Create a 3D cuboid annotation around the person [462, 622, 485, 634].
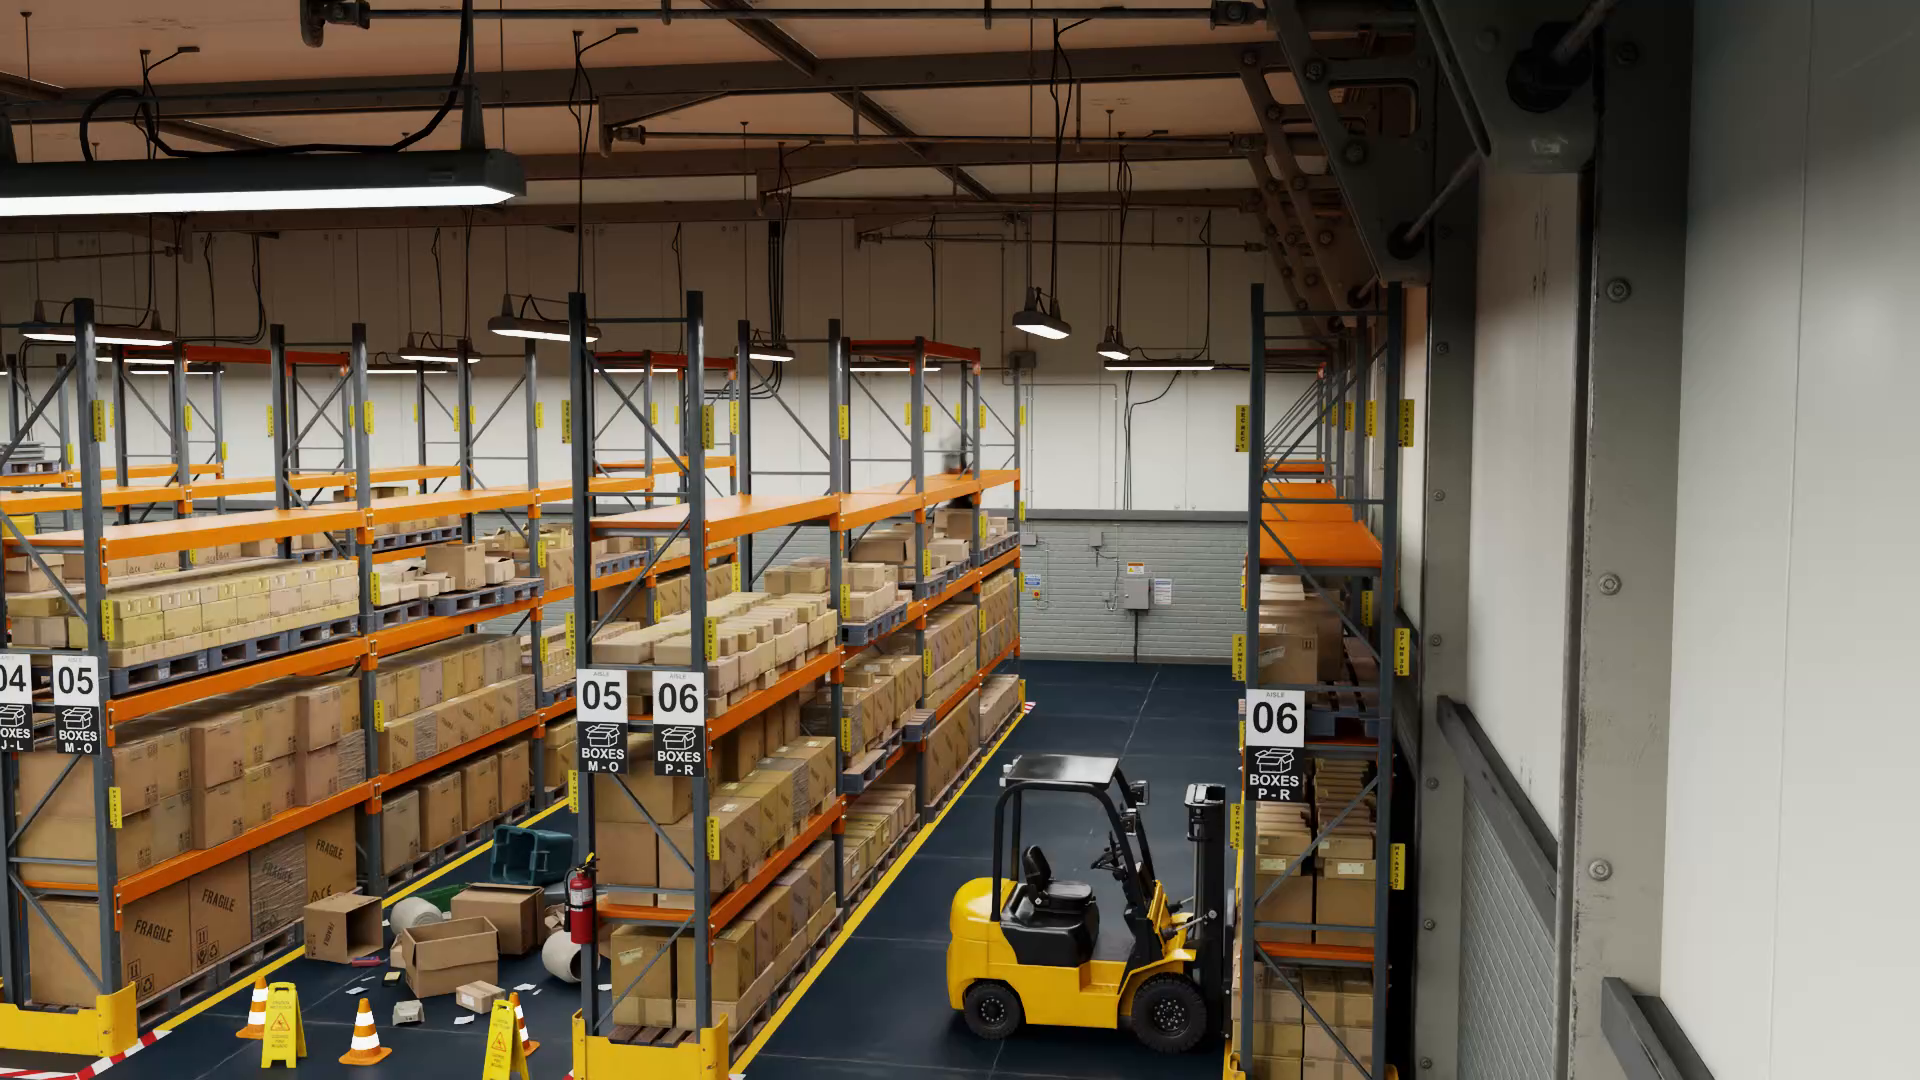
[{"bbox_3d":[-9.160,1.747,31.362,0.597,1.675,0.659,2,5,24],"label":"person"}]
